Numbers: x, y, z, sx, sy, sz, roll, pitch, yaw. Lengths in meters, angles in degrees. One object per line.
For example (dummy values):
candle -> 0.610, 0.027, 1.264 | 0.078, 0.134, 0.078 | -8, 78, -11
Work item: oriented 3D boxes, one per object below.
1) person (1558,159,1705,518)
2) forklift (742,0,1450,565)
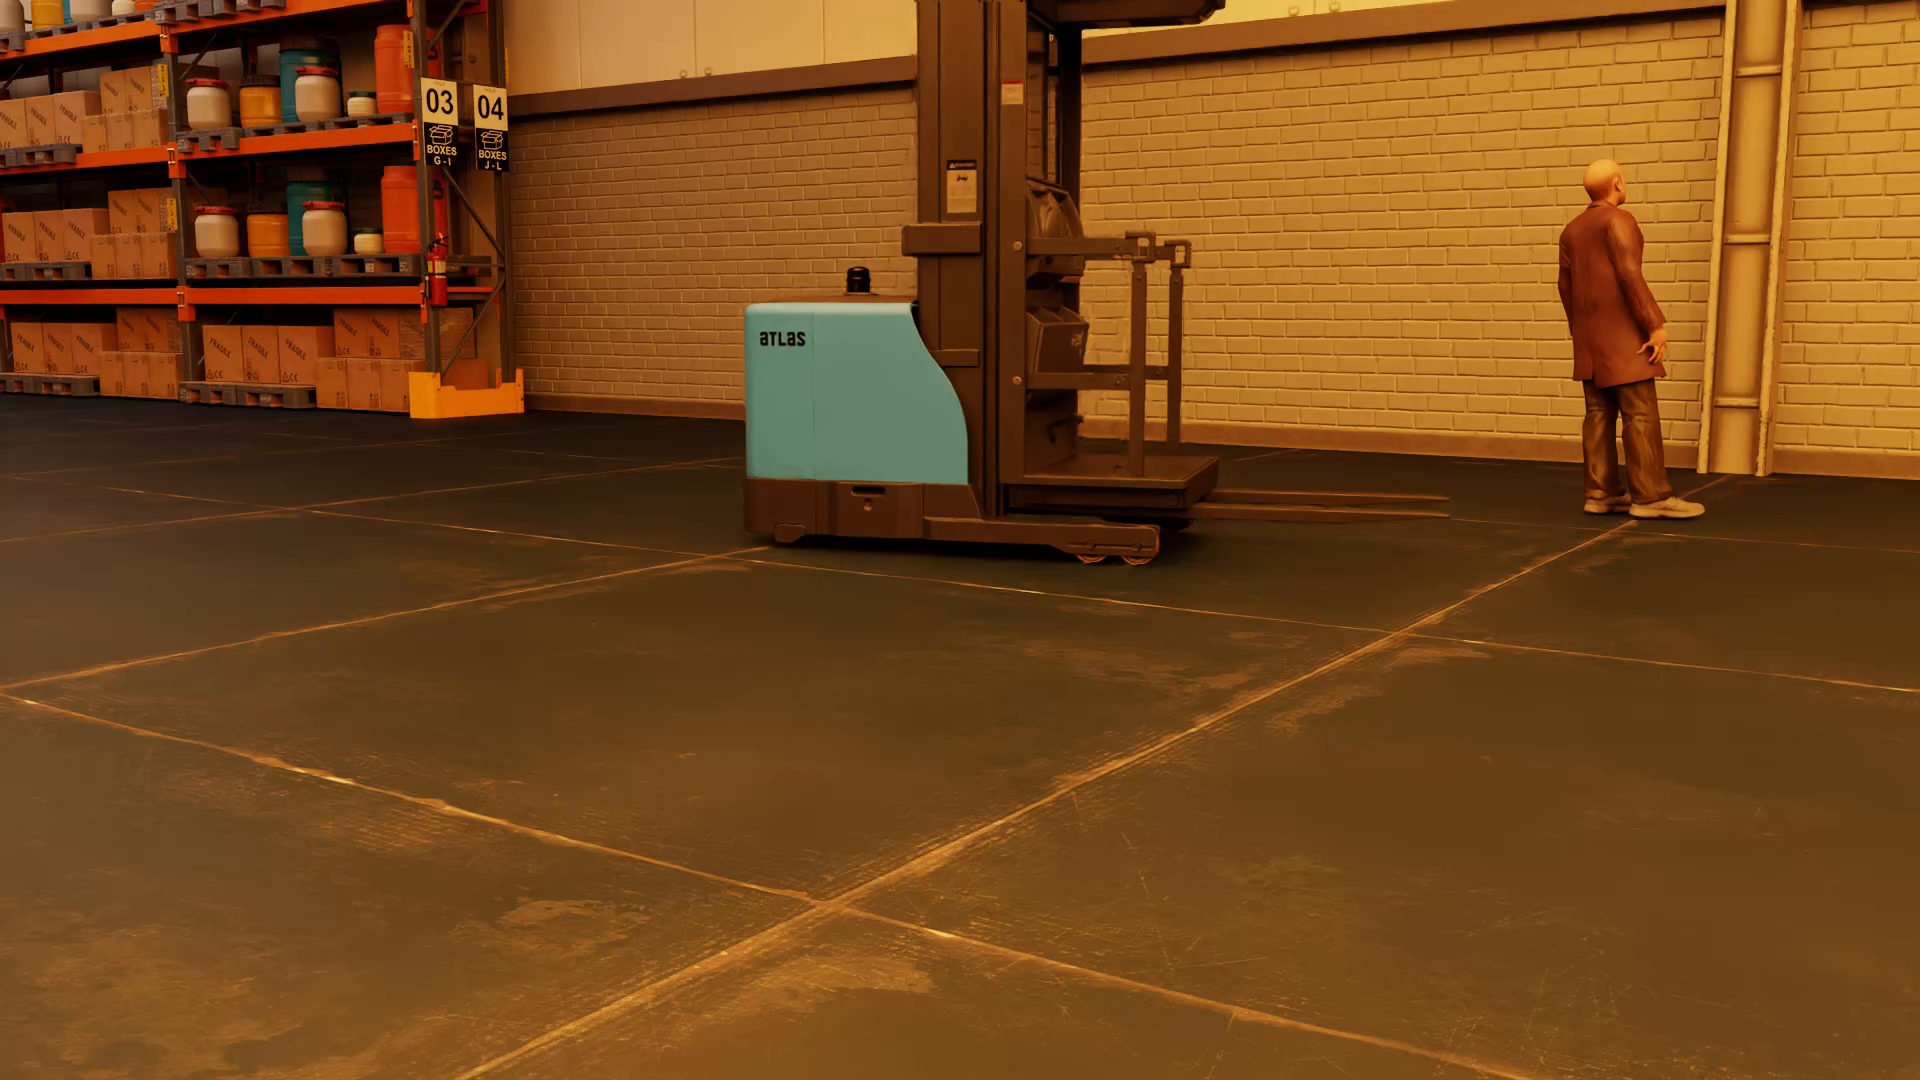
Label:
person -> 3.380, -1.020, 8.415 | 0.582, 1.776, 0.694 | -2, 8, -14
forklift -> 0.608, -1.429, 7.245 | 3.031, 2.935, 1.130 | 2, 8, 16
